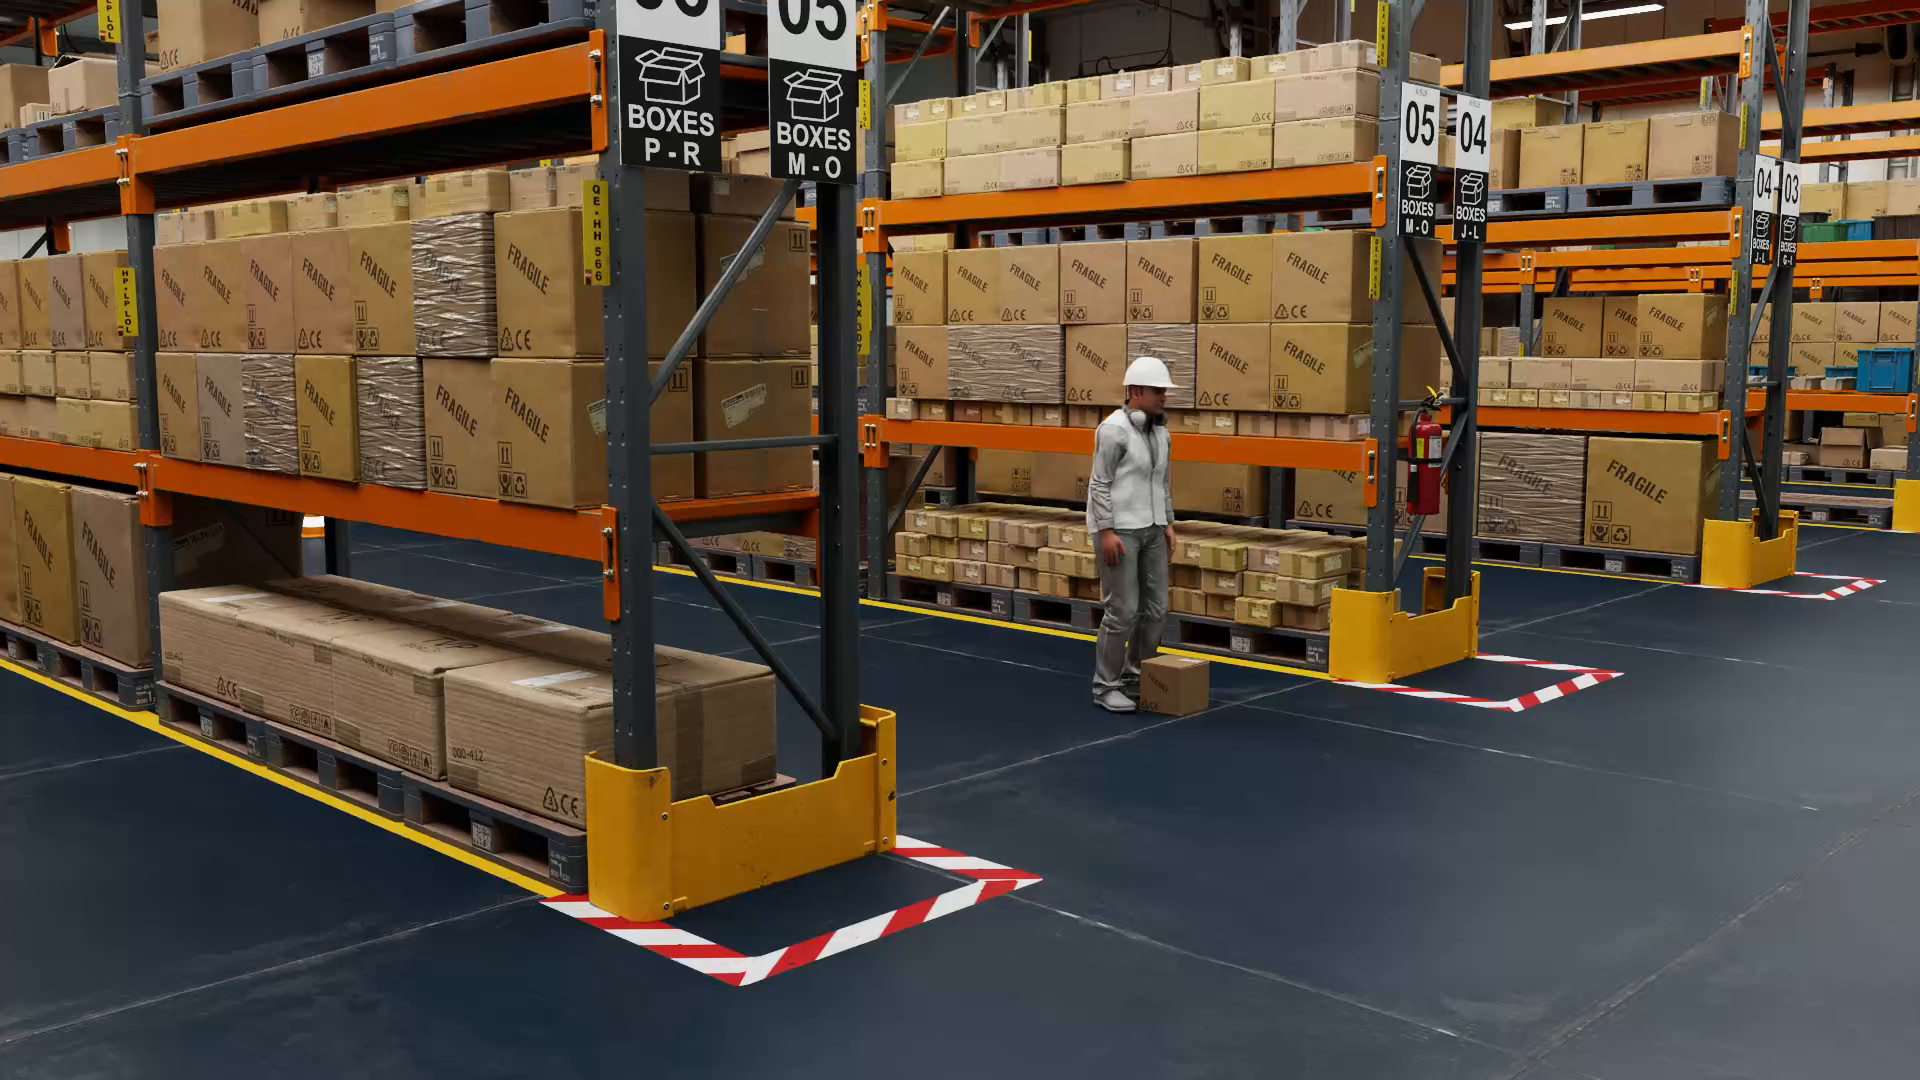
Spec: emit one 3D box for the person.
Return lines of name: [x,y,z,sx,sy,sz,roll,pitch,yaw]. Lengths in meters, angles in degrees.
person: [0.890,-0.042,8.487,0.460,1.772,0.581,7,10,44]
